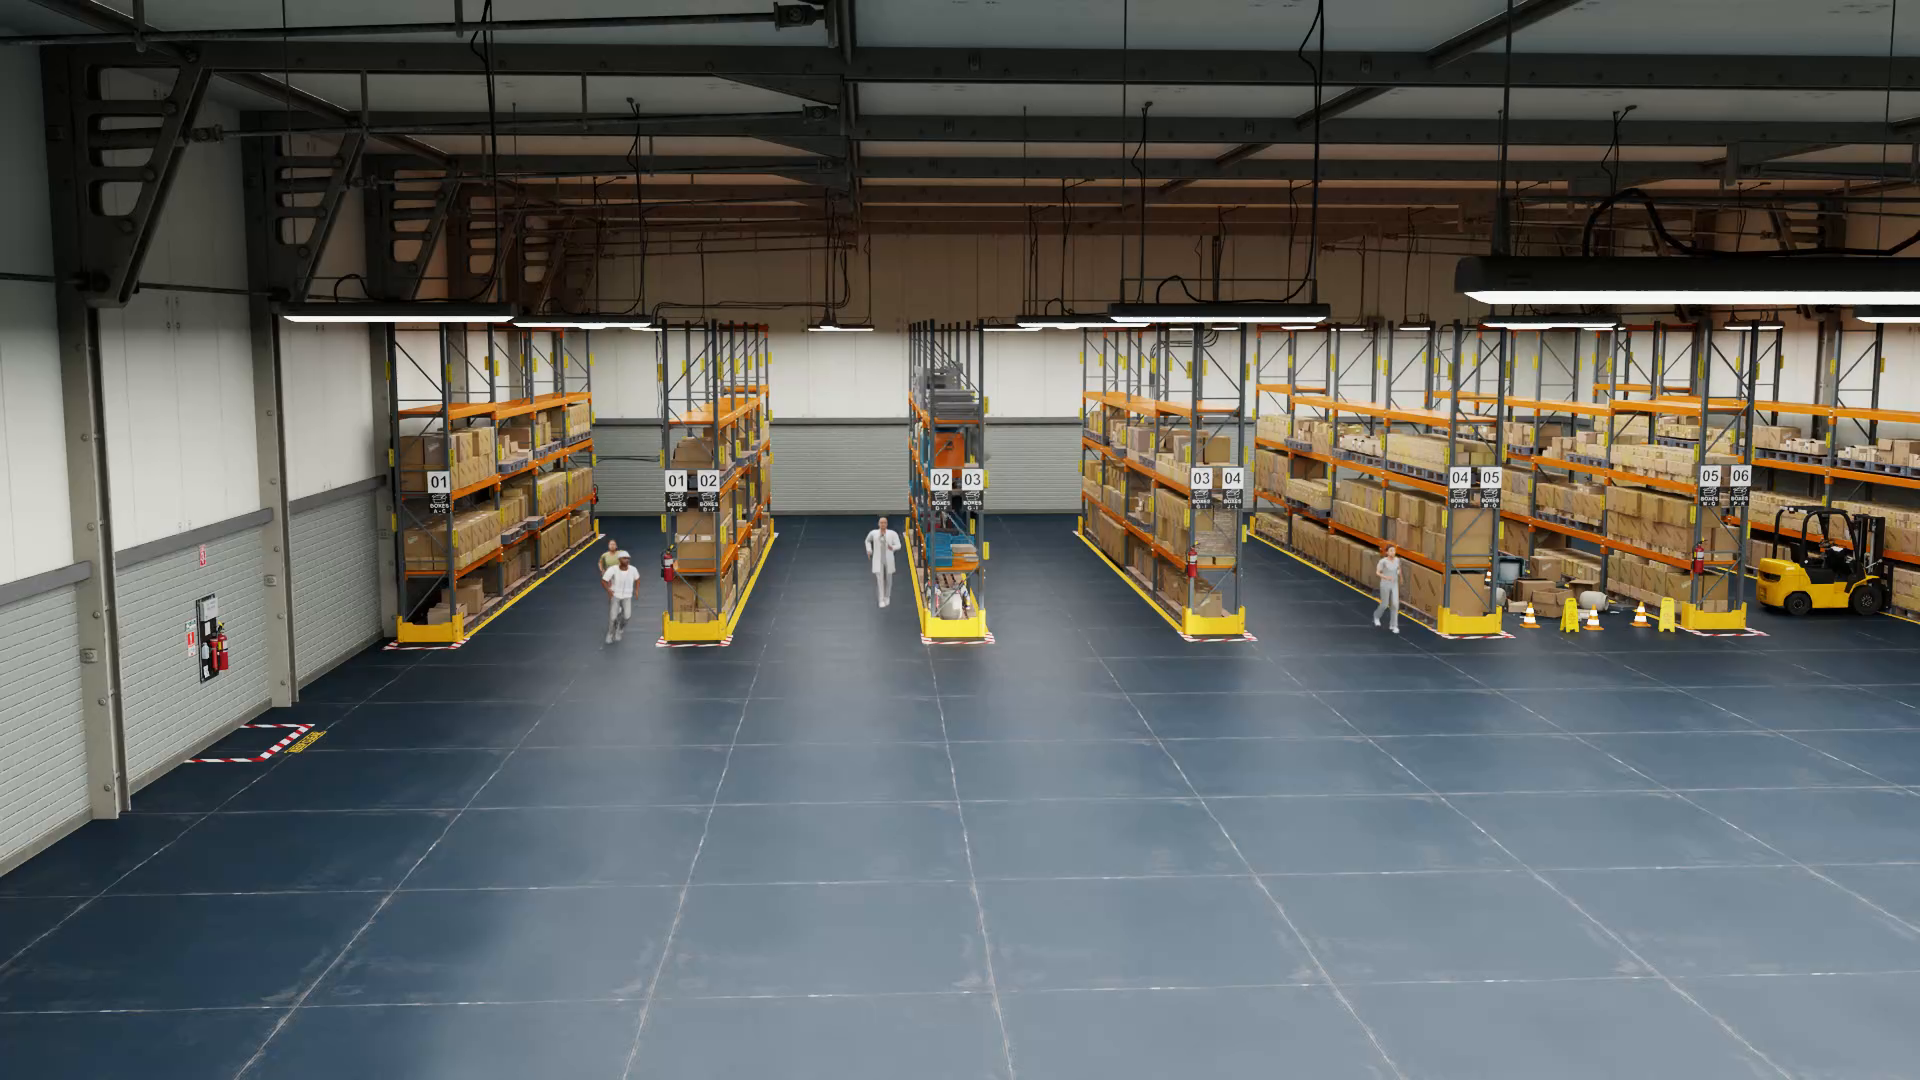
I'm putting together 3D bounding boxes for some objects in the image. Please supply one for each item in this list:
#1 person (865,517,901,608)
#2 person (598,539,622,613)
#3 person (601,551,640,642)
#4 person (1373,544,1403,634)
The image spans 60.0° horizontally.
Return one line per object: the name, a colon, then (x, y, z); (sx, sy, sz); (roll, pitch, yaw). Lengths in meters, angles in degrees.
person: (-1.537, 0.452, 33.273); (0.714, 1.807, 0.961); (-1, 7, -6)
person: (-6.975, 0.791, 33.417); (0.586, 1.628, 0.752); (-1, 7, -8)
person: (-6.281, 1.054, 30.915); (0.764, 1.702, 0.578); (-3, 8, -24)
person: (8.322, 0.919, 32.237); (0.587, 1.688, 0.809); (-2, 7, -12)
